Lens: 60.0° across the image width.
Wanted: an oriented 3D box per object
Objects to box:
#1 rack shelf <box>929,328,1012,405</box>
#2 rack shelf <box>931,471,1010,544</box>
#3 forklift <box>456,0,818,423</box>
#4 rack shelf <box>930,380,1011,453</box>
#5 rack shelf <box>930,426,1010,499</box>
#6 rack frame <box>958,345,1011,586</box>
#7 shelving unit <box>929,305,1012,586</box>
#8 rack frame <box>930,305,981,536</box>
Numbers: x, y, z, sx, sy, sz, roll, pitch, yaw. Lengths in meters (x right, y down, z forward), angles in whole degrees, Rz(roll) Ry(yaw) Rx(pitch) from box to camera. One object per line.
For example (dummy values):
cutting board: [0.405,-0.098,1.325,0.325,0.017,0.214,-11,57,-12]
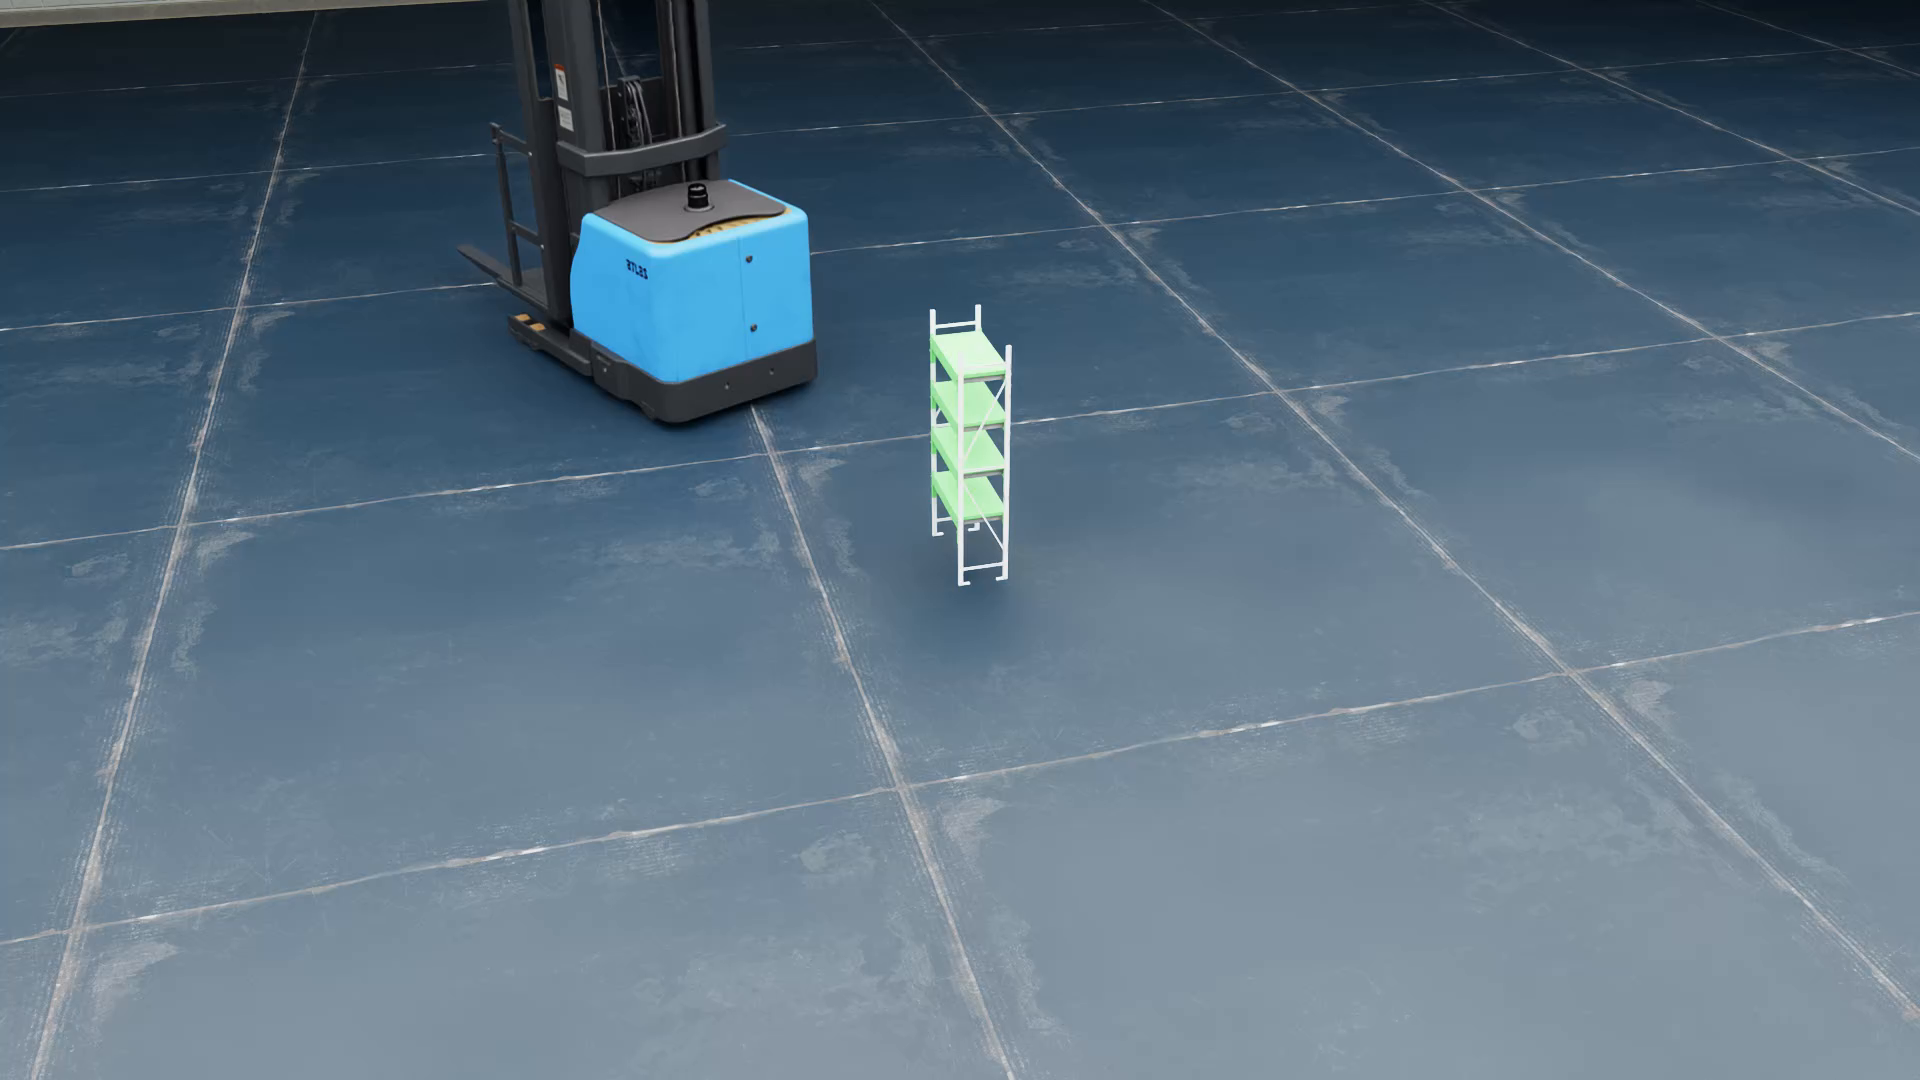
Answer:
rack shelf: [0.044,-0.799,7.603,0.258,0.148,0.480,-8,31,-13]
rack shelf: [0.044,-0.176,7.964,0.258,0.148,0.480,-8,31,-13]
forklift: [-2.171,-2.583,9.787,1.130,2.935,3.031,-23,37,-34]
rack shelf: [0.044,-0.592,7.723,0.258,0.148,0.480,-8,31,-13]
rack shelf: [0.044,-0.384,7.843,0.258,0.148,0.480,-8,31,-13]
rack frame: [0.109,-0.321,7.608,0.240,1.200,0.015,-8,31,-13]
shelving unit: [0.044,-0.439,7.811,0.258,1.200,0.503,-8,31,-13]
rack frame: [-0.021,-0.557,8.015,0.240,1.200,0.015,-8,31,-13]
